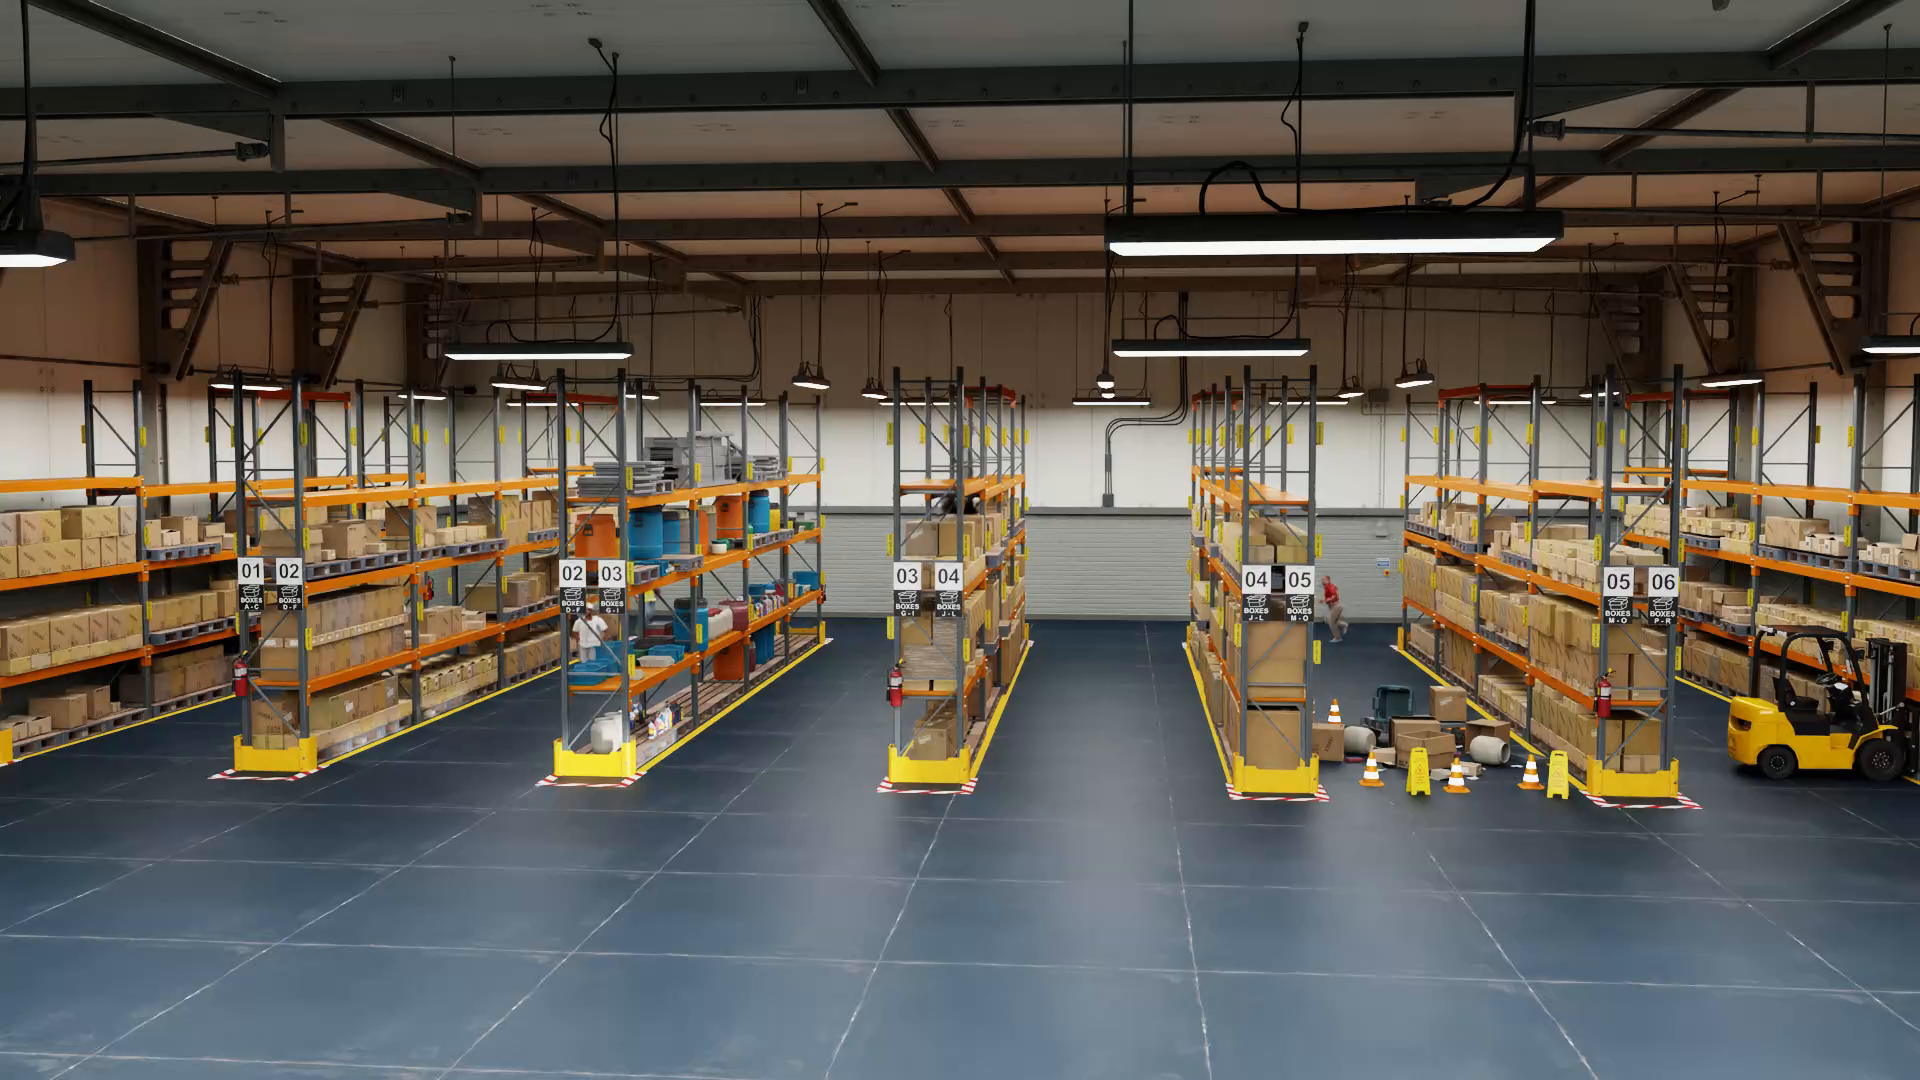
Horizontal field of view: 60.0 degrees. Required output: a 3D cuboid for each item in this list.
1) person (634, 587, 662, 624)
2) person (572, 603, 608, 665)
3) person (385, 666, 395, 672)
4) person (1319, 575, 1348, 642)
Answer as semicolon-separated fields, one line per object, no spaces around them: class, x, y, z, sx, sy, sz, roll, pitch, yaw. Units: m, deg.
person;-7.789;1.566;41.525;0.697;1.806;0.750;-3;5;-39
person;-7.346;2.101;32.895;0.700;1.723;0.583;0;4;4
person;-11.912;2.032;34.779;0.595;1.622;0.561;0;4;-4
person;9.108;1.679;40.541;0.755;1.665;0.654;0;4;1
